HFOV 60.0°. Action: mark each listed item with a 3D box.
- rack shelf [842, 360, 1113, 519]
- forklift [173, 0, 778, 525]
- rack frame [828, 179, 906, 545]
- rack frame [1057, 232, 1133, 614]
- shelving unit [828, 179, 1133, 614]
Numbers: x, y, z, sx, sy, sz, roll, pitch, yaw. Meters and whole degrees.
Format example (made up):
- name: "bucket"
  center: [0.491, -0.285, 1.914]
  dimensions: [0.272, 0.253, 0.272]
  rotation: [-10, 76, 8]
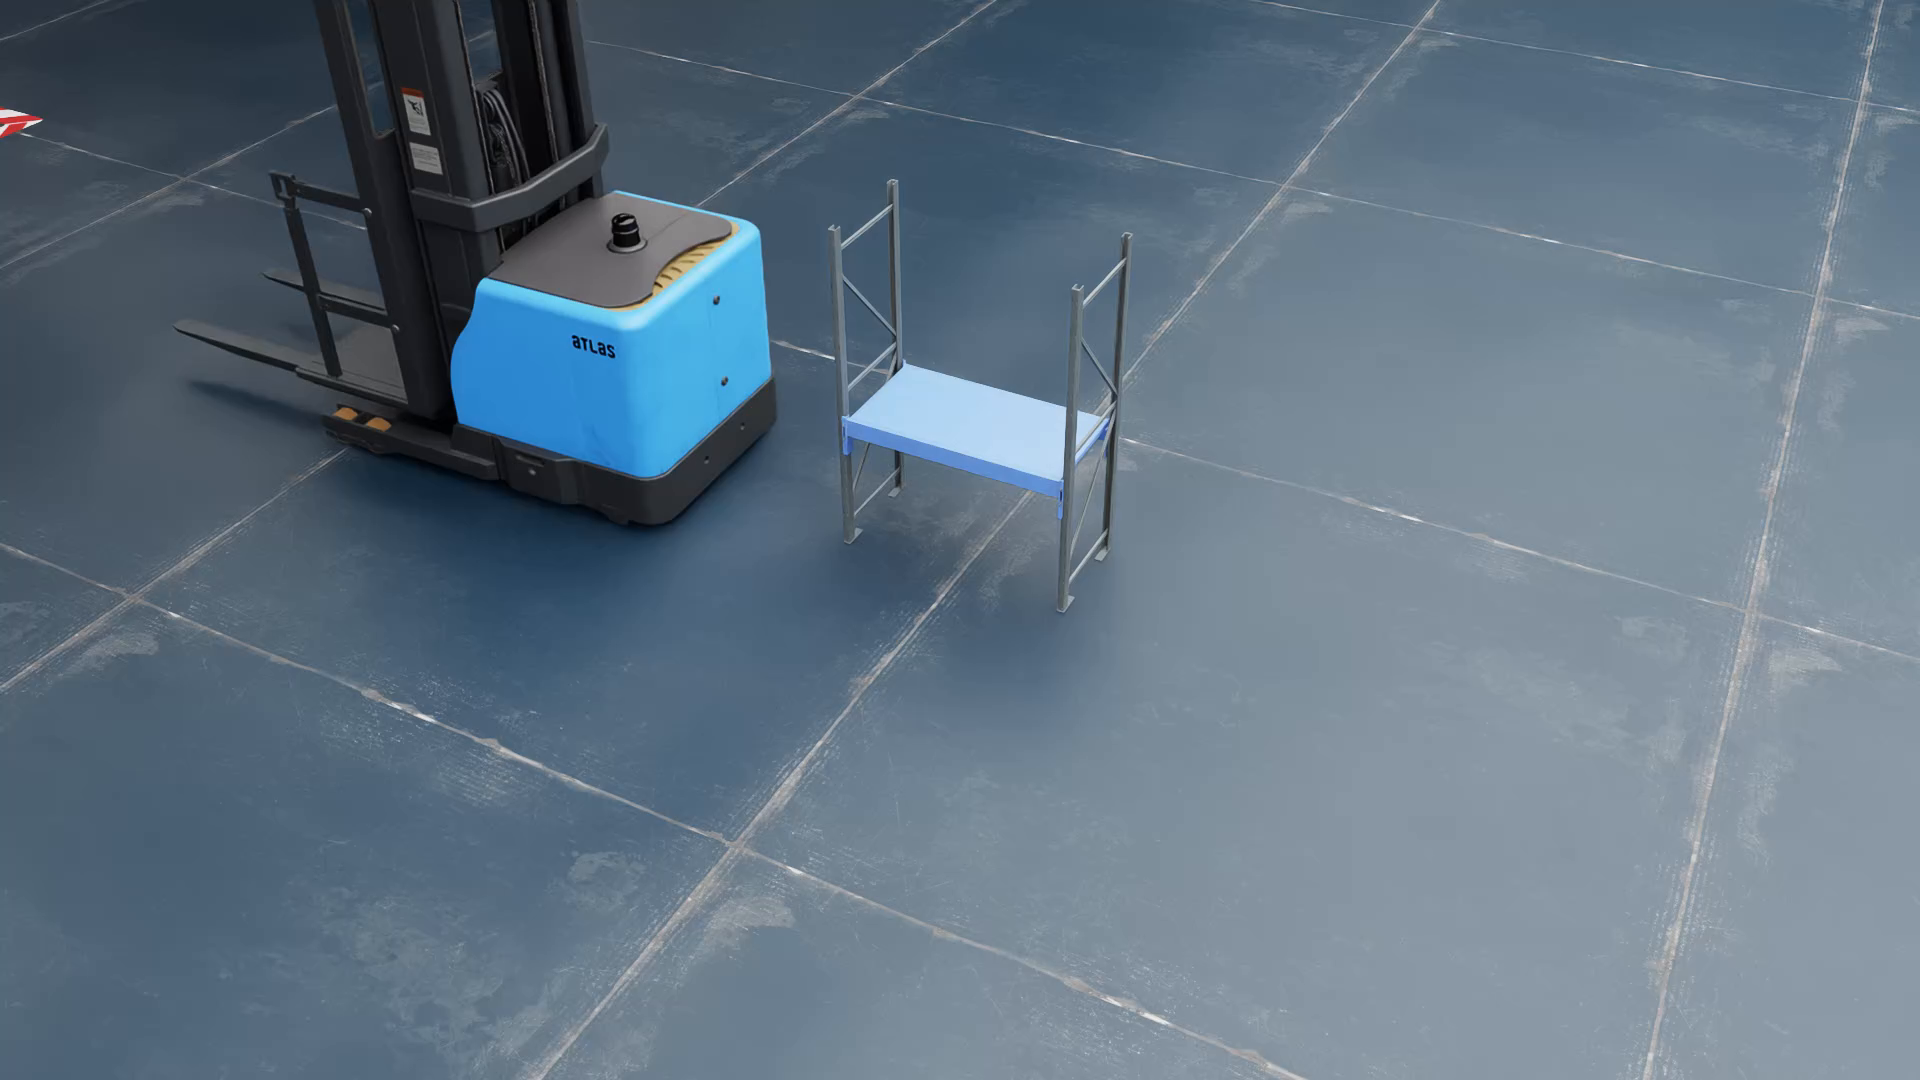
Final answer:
- name: "rack shelf"
  center: [0.076, -0.430, 6.874]
  dimensions: [1.000, 0.185, 0.538]
  rotation: [17, 41, 21]
- name: "forklift"
  center: [-2.421, -1.839, 7.249]
  dimensions: [3.031, 2.935, 1.130]
  rotation: [16, 40, 20]
- name: "rack frame"
  center: [-0.376, -0.715, 6.952]
  dimensions: [0.032, 1.500, 0.500]
  rotation: [17, 41, 21]
- name: "rack frame"
  center: [0.527, -0.432, 6.579]
  dimensions: [0.032, 1.500, 0.500]
  rotation: [17, 41, 21]
- name: "shelving unit"
  center: [0.076, -0.574, 6.765]
  dimensions: [1.048, 1.500, 0.538]
  rotation: [17, 41, 21]
